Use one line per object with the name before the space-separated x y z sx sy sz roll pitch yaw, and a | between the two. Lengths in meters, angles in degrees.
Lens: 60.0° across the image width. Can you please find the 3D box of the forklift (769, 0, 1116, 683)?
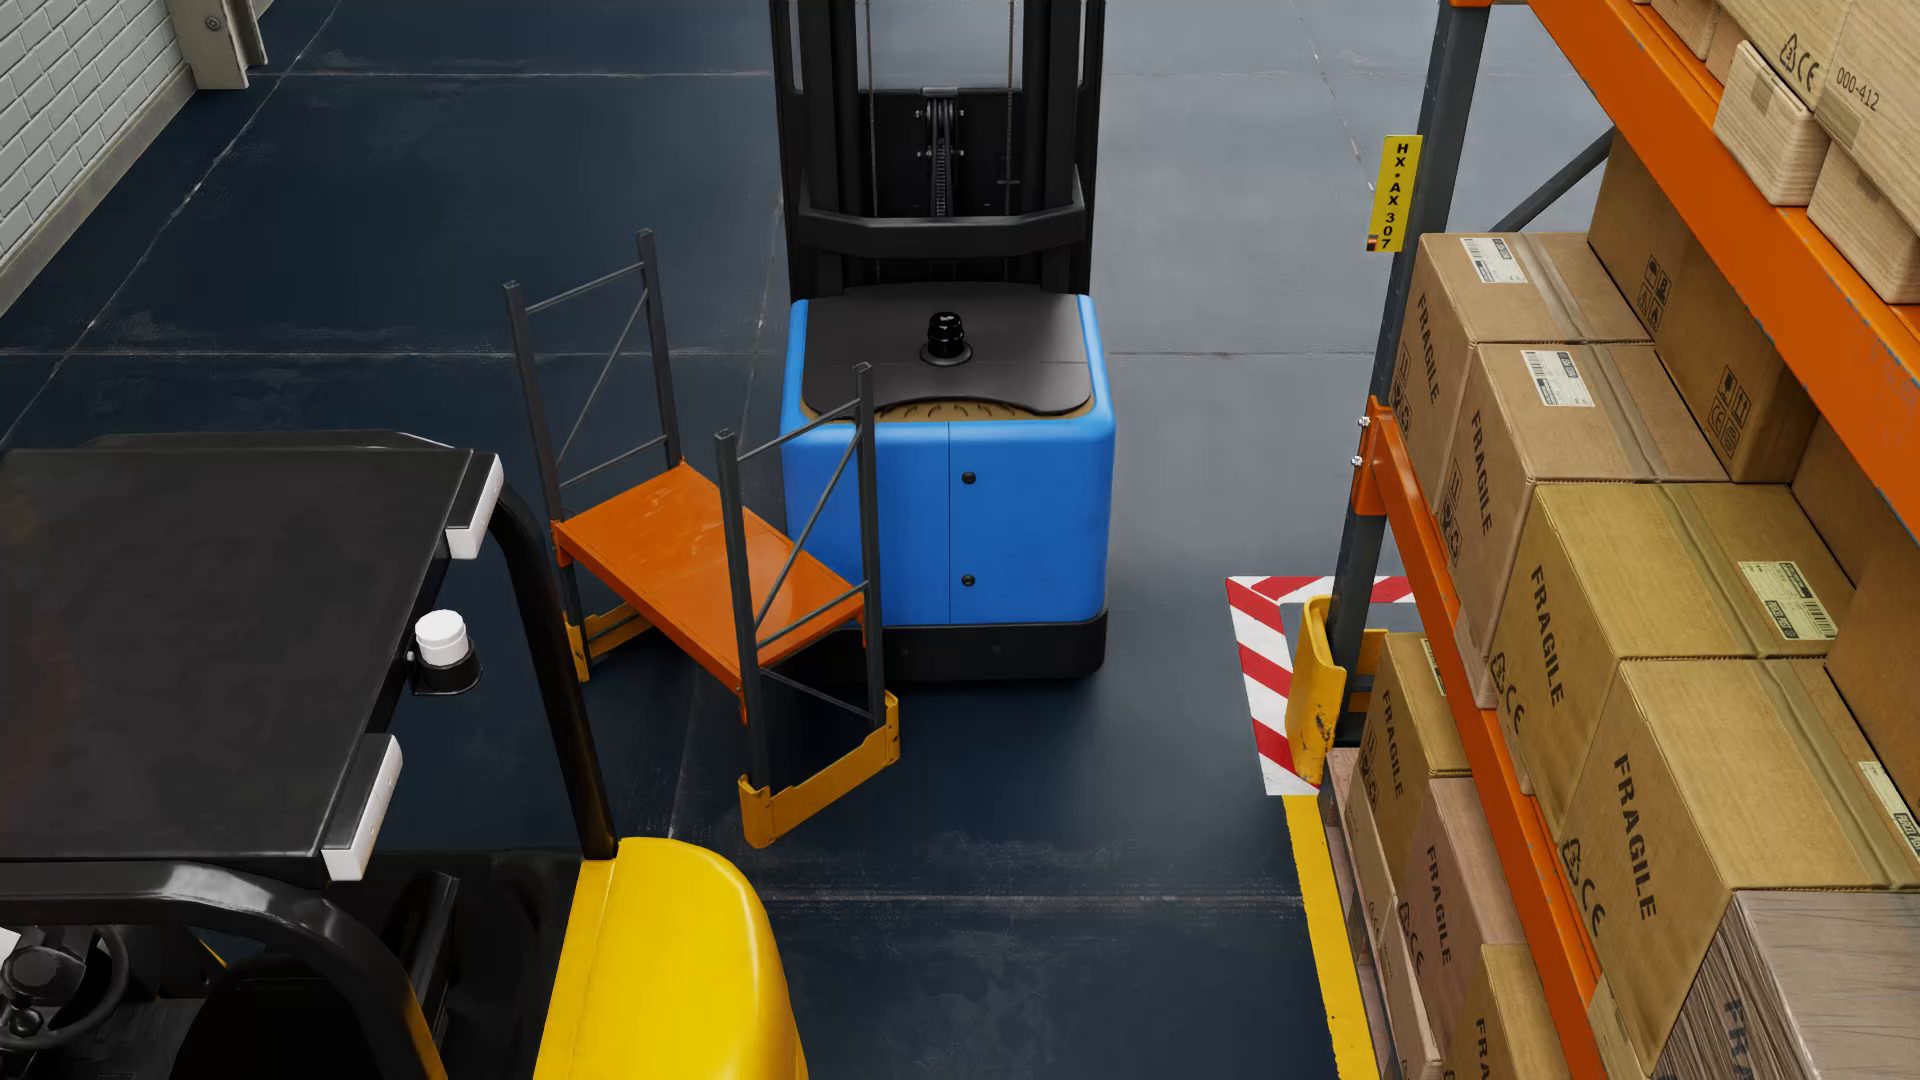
forklift | -0.081 -1.565 5.859 1.130 2.935 3.031 -1 39 -1

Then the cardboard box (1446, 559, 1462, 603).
cardboard box | 1.385 0.086 3.944 0.380 0.149 0.250 -1 39 -1

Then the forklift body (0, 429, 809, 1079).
forklift body | -1.479 0.974 3.315 2.313 2.155 1.214 0 39 0

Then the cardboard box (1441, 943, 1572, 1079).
cardboard box | 1.380 1.229 3.581 0.500 0.500 0.500 1 39 1

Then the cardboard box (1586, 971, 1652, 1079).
cardboard box | 1.346 0.894 2.936 0.380 0.149 0.250 0 39 0

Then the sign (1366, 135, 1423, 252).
sign | 1.115 -0.885 4.264 0.100 0.325 0.005 0 39 0

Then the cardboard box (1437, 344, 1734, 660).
cardboard box | 1.385 -0.083 3.637 0.500 0.500 0.500 1 39 1

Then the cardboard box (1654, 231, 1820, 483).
cardboard box | 1.870 -0.457 3.305 0.700 0.500 0.500 0 39 0

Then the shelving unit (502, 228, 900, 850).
shelving unit | -0.767 -0.008 5.060 0.587 1.500 1.083 -30 48 -32

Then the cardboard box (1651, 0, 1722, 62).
cardboard box | 1.414 -0.928 2.812 0.380 0.149 0.250 0 39 0

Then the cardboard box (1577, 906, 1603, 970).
cardboard box | 1.404 0.737 3.132 0.380 0.149 0.250 -1 39 -1

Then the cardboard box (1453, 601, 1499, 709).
cardboard box | 1.339 0.245 3.746 0.380 0.149 0.250 1 39 1

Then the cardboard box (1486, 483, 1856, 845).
cardboard box | 1.387 0.236 3.239 0.500 0.500 0.500 -1 39 -1

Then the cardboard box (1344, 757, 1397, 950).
cardboard box | 1.382 0.866 4.634 0.500 0.250 0.500 0 39 0

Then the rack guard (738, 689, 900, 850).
rack guard | -0.428 0.708 5.166 0.587 0.250 0.087 -30 48 -32

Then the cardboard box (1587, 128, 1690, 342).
cardboard box | 1.877 -0.774 3.700 0.700 0.500 0.500 -1 39 -1

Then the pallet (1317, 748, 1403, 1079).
pallet | 1.624 1.096 4.714 1.003 0.211 1.213 0 39 0

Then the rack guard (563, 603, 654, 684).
rack guard | -1.106 0.252 5.735 0.587 0.250 0.087 -30 48 -32

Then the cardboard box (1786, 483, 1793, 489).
cardboard box | 1.930 -0.051 3.597 0.500 0.500 0.500 0 39 0

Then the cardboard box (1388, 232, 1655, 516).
cardboard box | 1.381 -0.407 4.041 0.500 0.500 0.500 -1 39 -1

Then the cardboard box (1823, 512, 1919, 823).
cardboard box | 1.835 0.173 2.518 0.700 0.500 0.500 0 39 0

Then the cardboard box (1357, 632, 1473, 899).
cardboard box | 1.383 0.588 4.381 0.500 0.500 0.500 -1 39 -2

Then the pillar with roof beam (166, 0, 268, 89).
pillar with roof beam | 0.092 -6.202 6.794 9.100 9.000 0.400 0 39 0

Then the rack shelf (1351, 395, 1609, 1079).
rack shelf | 1.660 0.983 3.199 1.077 0.370 4.000 0 39 0

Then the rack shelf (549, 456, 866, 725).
rack shelf | -0.773 0.129 5.178 0.538 0.185 1.000 -30 48 -32

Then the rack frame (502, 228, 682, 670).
rack frame | -1.119 -0.244 5.356 0.500 1.500 0.032 -30 48 -32

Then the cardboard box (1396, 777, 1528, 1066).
cardboard box | 1.388 0.915 3.973 0.500 0.500 0.500 -1 39 -2

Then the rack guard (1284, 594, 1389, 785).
rack guard | 1.658 0.475 5.258 1.175 0.500 0.348 0 39 0

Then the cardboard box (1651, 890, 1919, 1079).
cardboard box | 1.401 0.874 2.443 0.500 0.500 0.500 1 39 1

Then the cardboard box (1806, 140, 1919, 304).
cardboard box | 1.380 -0.440 2.203 0.380 0.149 0.250 -1 39 -1

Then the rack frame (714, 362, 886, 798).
rack frame | -0.427 0.221 4.775 0.500 1.500 0.032 -30 48 -32

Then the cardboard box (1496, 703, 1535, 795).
cardboard box | 1.373 0.407 3.544 0.380 0.149 0.250 1 39 1

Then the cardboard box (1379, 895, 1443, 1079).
cardboard box | 1.375 1.185 4.236 0.500 0.250 0.500 1 39 2

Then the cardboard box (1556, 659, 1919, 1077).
cardboard box | 1.395 0.554 2.842 0.500 0.500 0.500 -1 39 -1

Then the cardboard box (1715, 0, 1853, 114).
cardboard box | 1.408 -0.823 2.362 0.500 0.250 0.500 1 39 1

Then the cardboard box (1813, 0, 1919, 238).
cardboard box | 1.389 -0.503 1.963 0.500 0.250 0.500 1 39 1

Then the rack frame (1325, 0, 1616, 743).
rack frame | 1.658 -0.548 4.535 1.000 3.000 0.127 0 39 0

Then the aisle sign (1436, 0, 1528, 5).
aisle sign | 1.348 -1.601 3.770 0.394 0.787 0.004 0 39 0

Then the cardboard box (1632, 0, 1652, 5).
cardboard box | 1.390 -1.083 3.005 0.380 0.149 0.250 1 39 1

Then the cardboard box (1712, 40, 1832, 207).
cardboard box | 1.339 -0.605 2.408 0.380 0.149 0.250 0 39 0

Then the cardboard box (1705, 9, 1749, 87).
cardboard box | 1.419 -0.762 2.605 0.380 0.149 0.250 -1 39 -1

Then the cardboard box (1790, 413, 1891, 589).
cardboard box | 1.973 -0.139 2.907 0.700 0.500 0.500 0 39 -1
